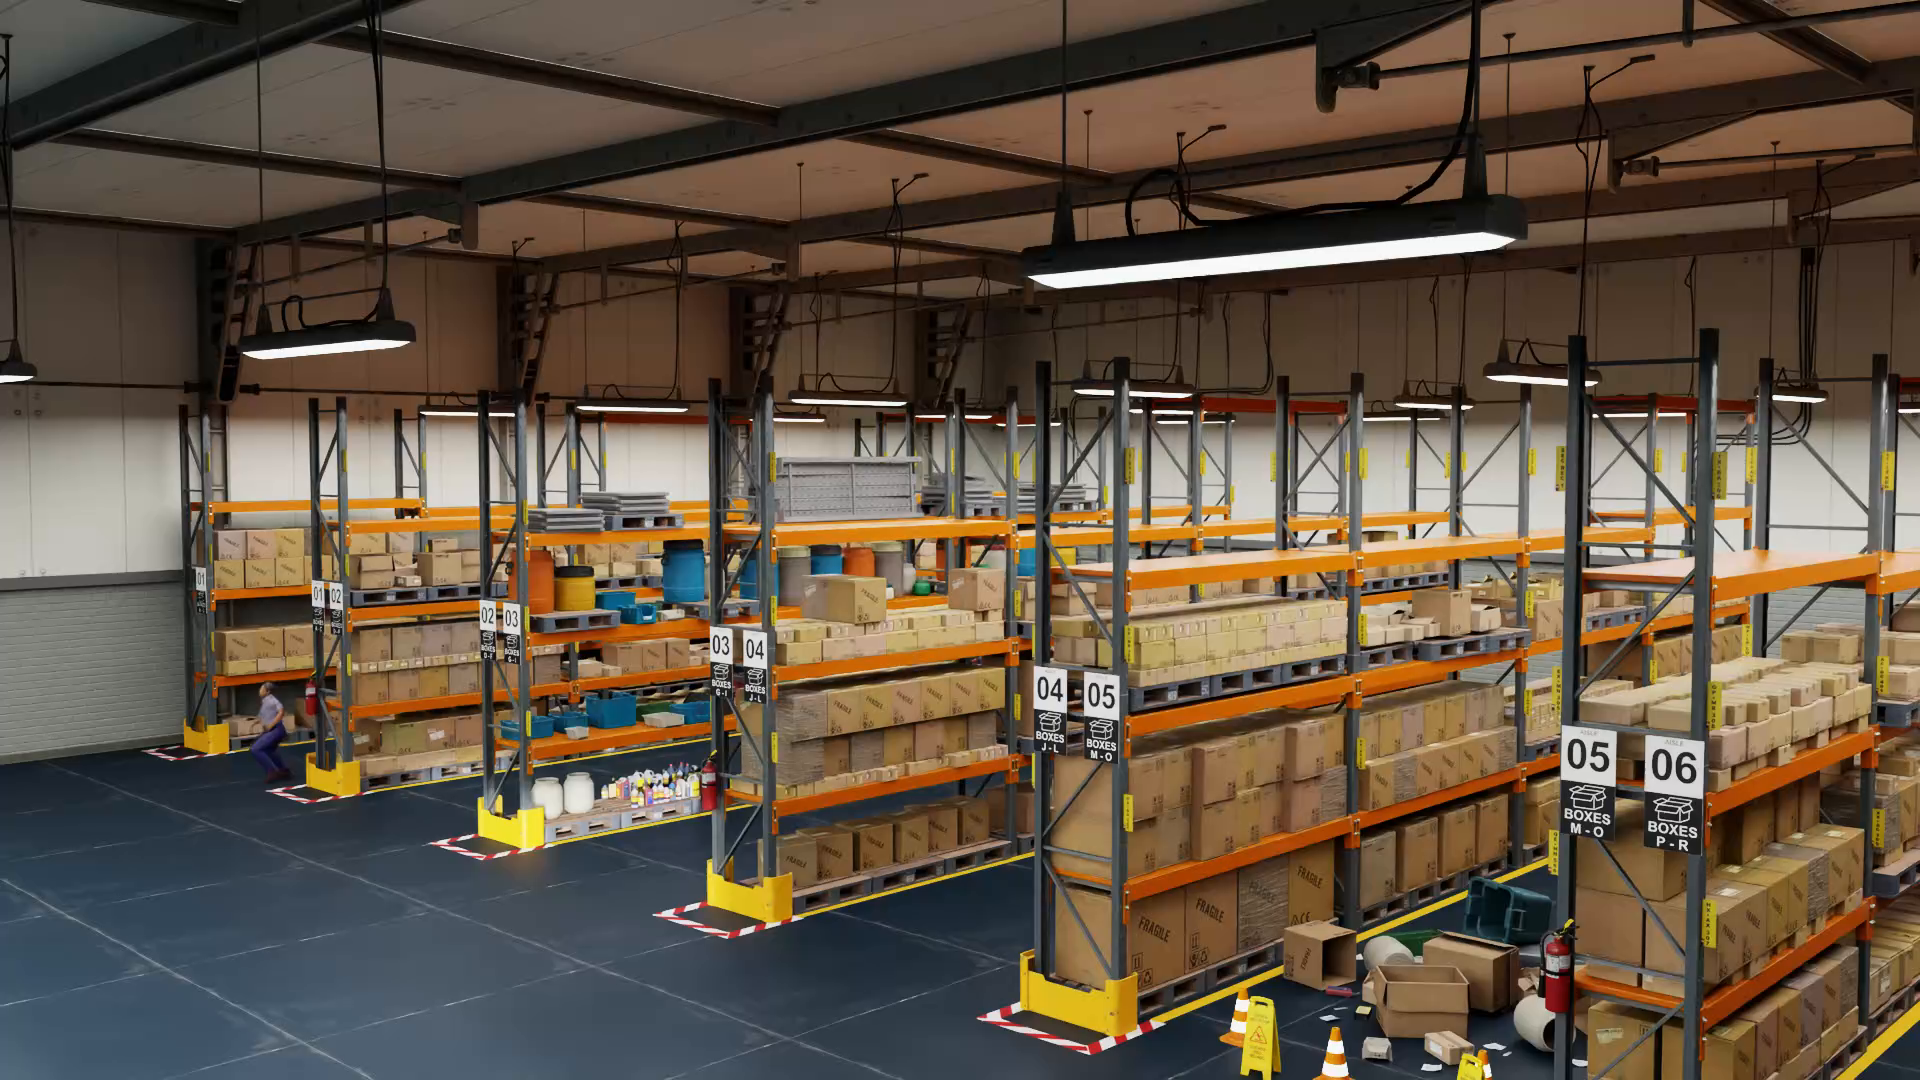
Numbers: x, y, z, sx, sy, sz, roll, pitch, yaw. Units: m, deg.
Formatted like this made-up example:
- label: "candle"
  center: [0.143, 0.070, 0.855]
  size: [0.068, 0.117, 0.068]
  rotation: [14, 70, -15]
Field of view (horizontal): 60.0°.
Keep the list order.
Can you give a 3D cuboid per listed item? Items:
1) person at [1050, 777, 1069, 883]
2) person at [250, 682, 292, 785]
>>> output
- label: "person"
  center: [1.325, 3.344, 19.671]
  size: [0.610, 1.622, 0.712]
  rotation: [1, 3, 26]
- label: "person"
  center: [-10.795, 3.009, 26.069]
  size: [0.667, 1.579, 0.760]
  rotation: [-2, 4, -32]
